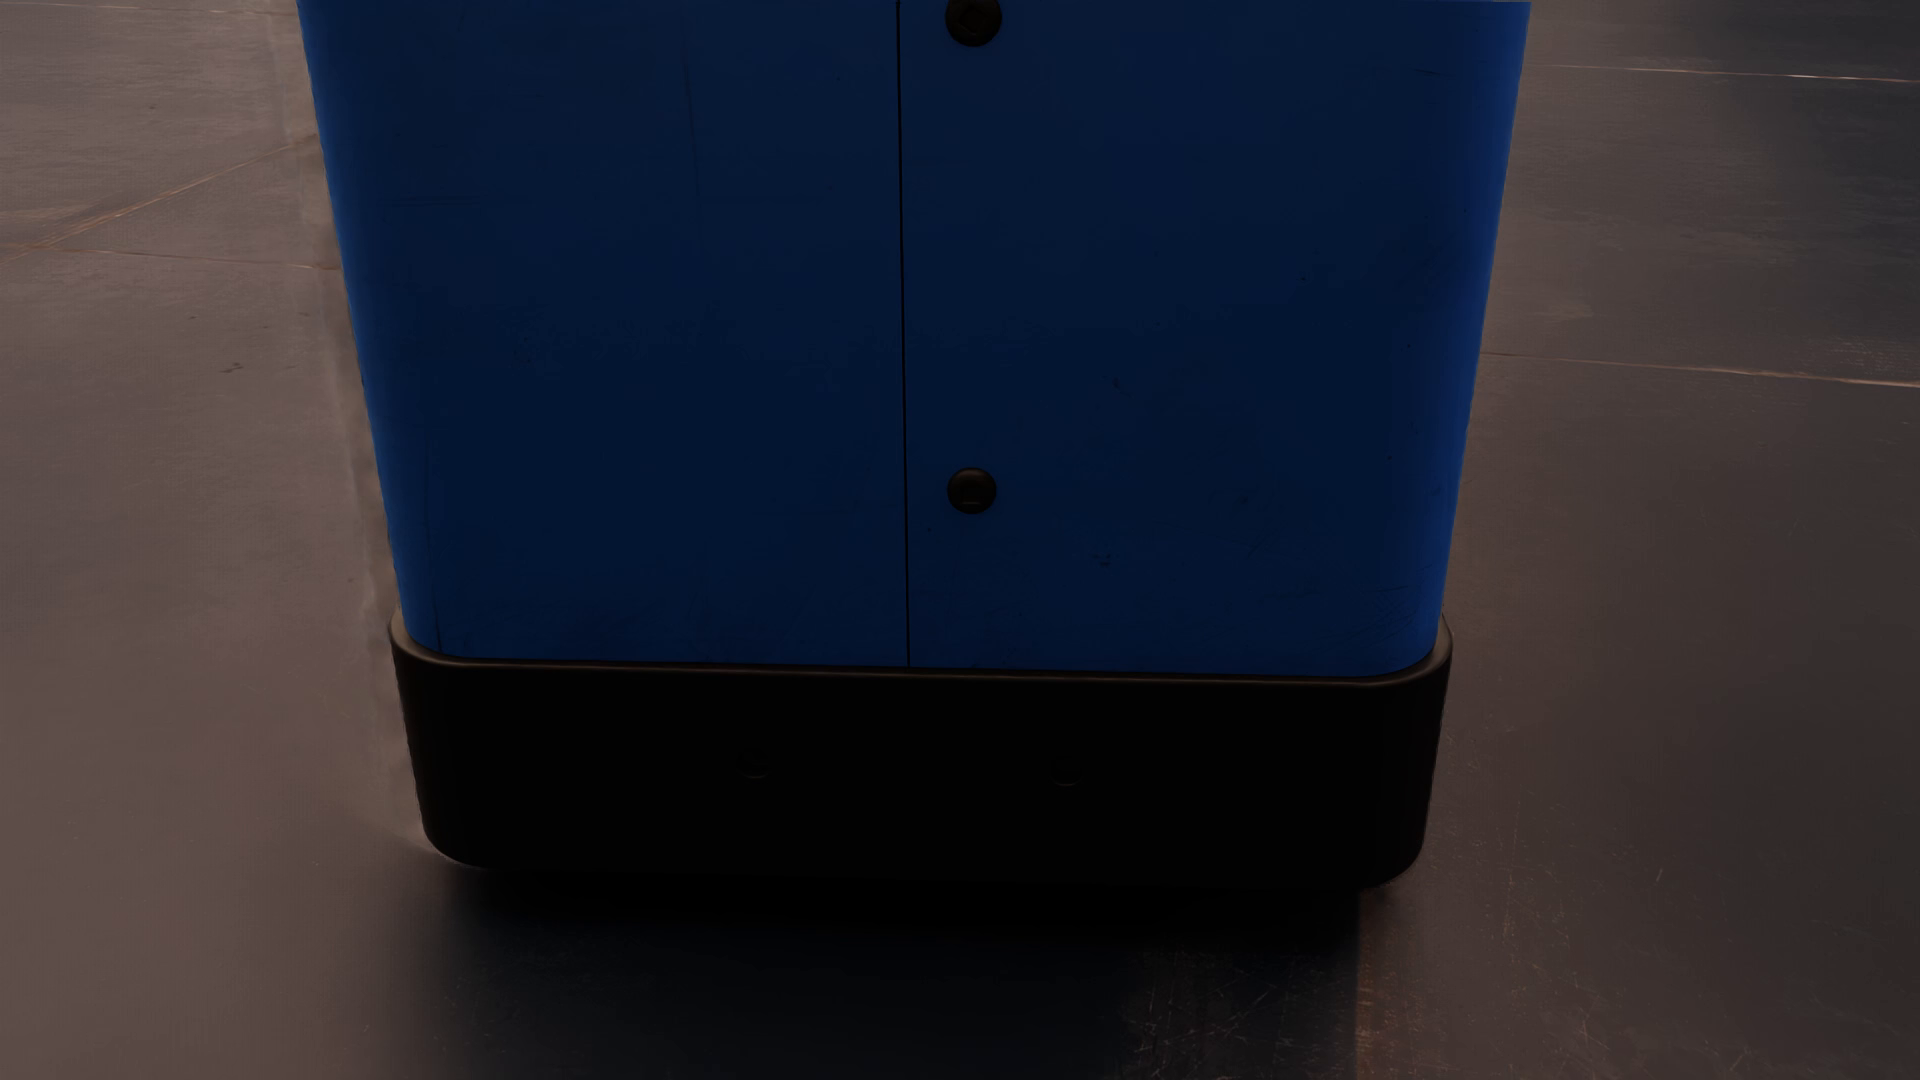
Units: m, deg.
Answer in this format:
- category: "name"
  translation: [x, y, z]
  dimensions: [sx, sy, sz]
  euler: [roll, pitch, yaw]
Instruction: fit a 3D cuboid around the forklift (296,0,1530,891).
- category: "forklift"
  translation: [0.015, -1.585, 2.387]
  dimensions: [1.130, 2.935, 3.031]
  euler: [1, 27, 2]
